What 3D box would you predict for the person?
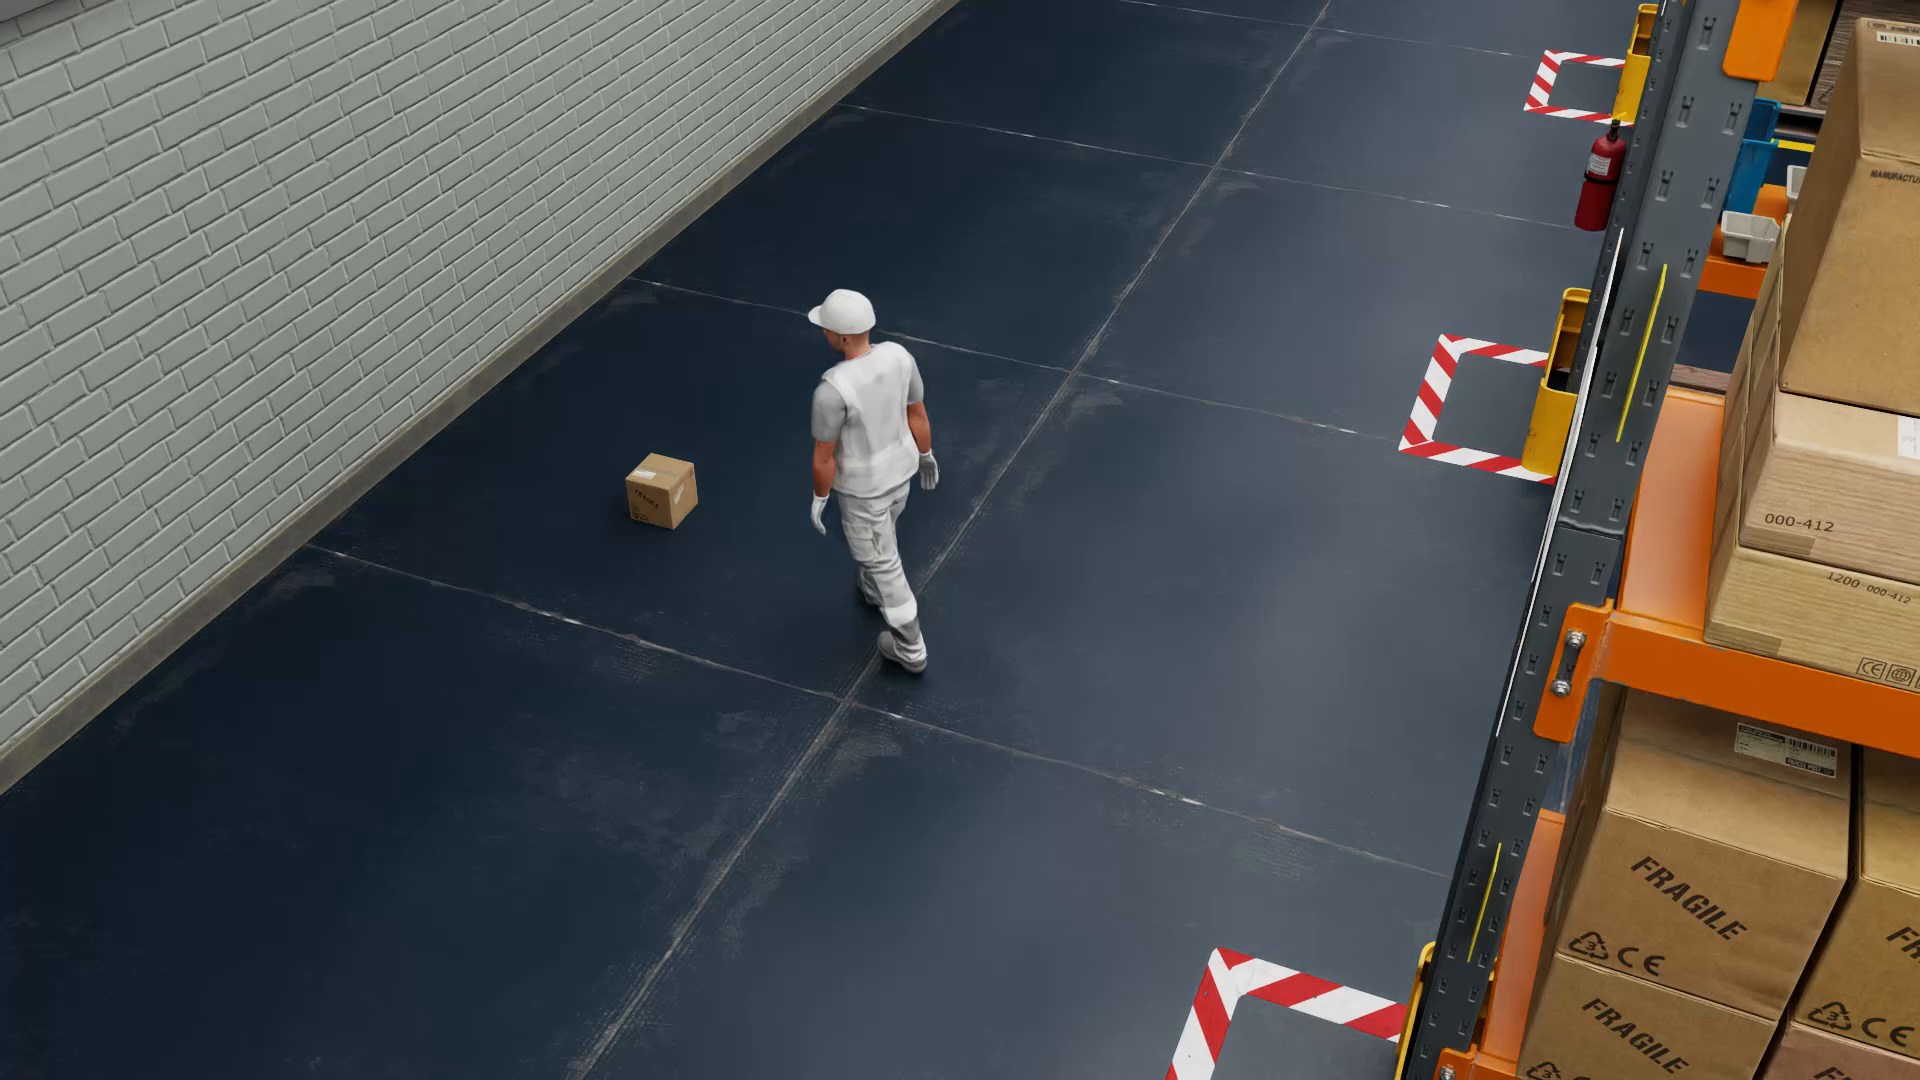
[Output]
[{"bbox_3d":[-0.397,-0.274,7.161,0.764,1.773,0.621,31,47,34],"label":"person"}]
